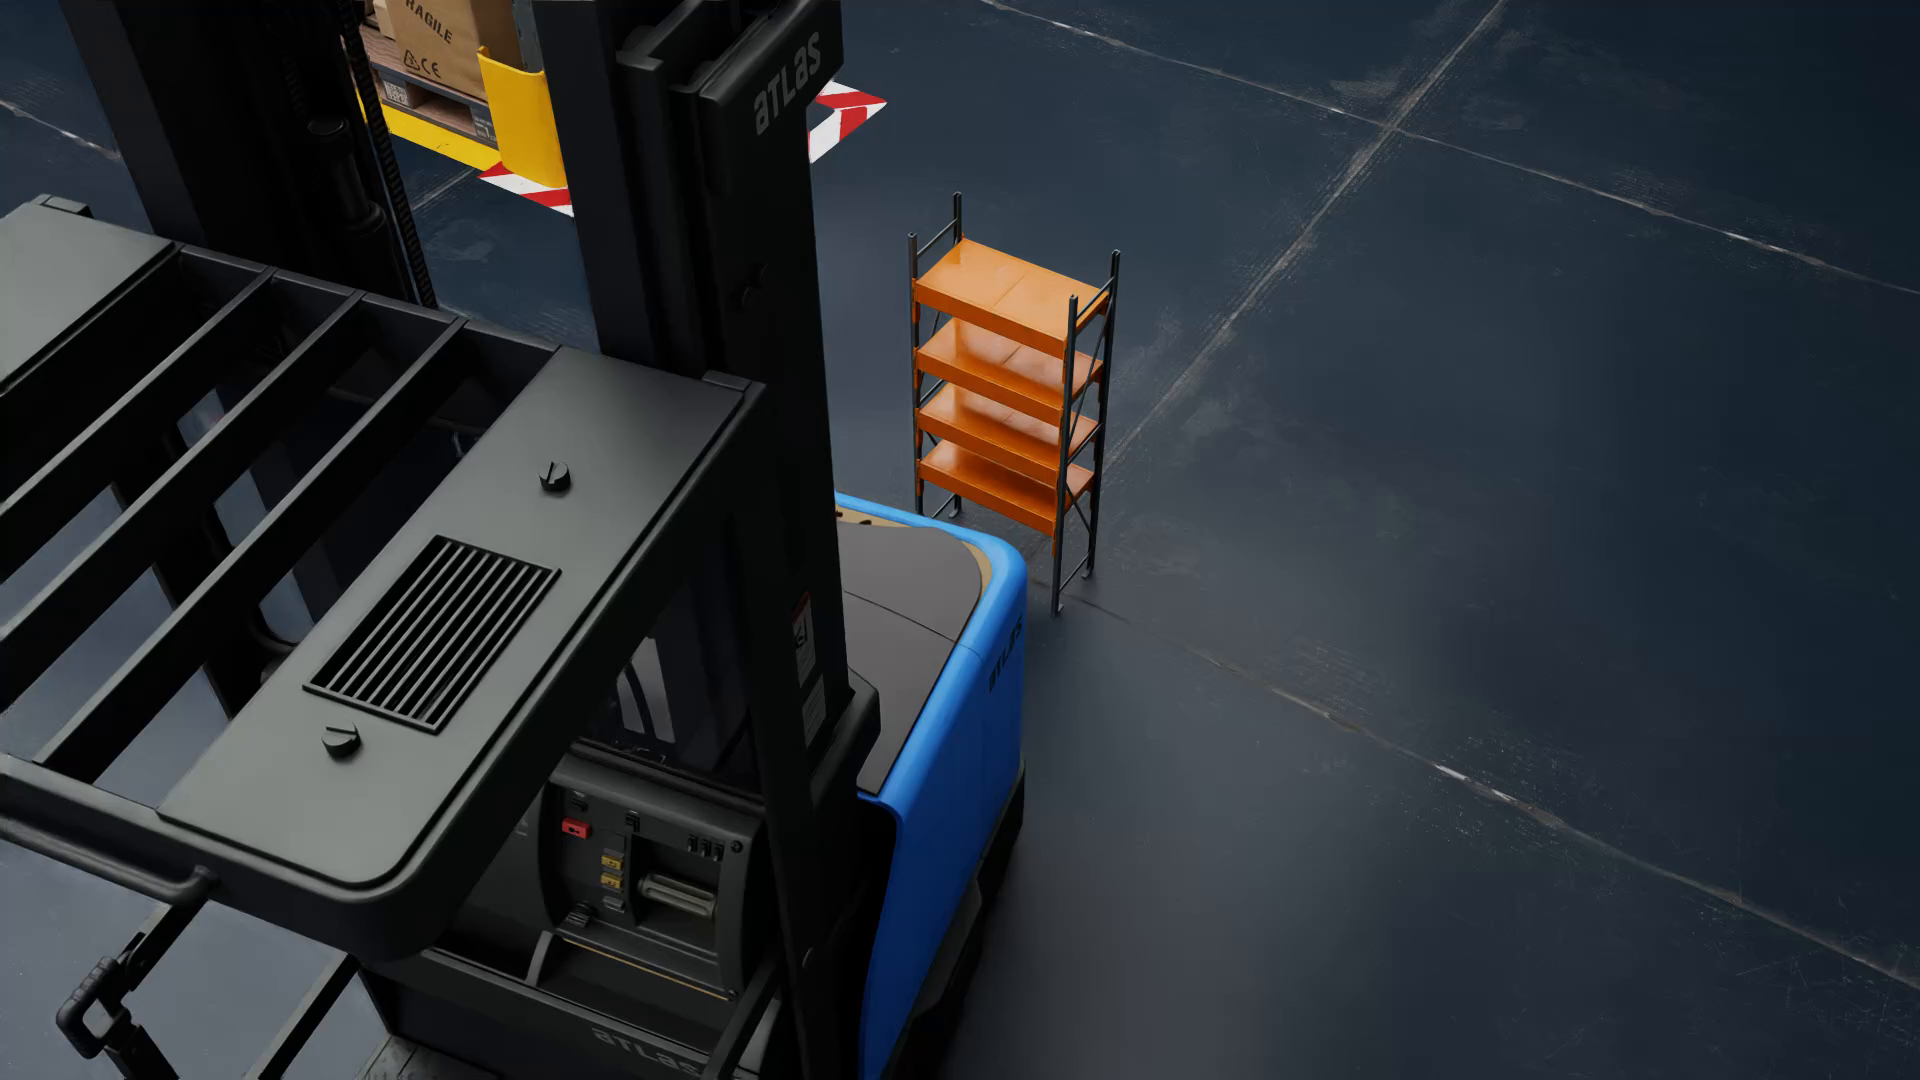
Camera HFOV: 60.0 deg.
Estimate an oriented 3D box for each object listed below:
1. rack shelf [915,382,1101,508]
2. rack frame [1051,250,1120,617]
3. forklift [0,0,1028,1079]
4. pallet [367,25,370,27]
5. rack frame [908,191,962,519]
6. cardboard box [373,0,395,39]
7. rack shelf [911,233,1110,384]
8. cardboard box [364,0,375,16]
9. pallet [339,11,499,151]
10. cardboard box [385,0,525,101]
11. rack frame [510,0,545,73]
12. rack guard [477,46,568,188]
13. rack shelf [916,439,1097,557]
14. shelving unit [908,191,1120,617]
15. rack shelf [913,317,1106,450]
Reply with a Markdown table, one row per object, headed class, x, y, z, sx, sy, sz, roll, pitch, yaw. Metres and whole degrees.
| class | x | y | z | sx | sy | sz | roll | pitch | yaw |
| --- | --- | --- | --- | --- | --- | --- | --- | --- | --- |
| rack shelf | 0.139 | -0.307 | 4.806 | 0.480 | 0.148 | 0.258 | 25 | 51 | 22 |
| rack frame | 0.345 | -0.260 | 4.666 | 0.015 | 1.200 | 0.240 | 25 | 51 | 22 |
| forklift | -0.843 | 0.594 | 2.629 | 1.130 | 2.935 | 3.031 | 16 | 48 | 15 |
| pallet | -3.111 | -2.654 | 7.682 | 1.213 | 0.211 | 1.003 | 25 | 51 | 22 |
| rack frame | -0.066 | -0.449 | 4.849 | 0.015 | 1.200 | 0.240 | 25 | 51 | 22 |
| cardboard box | -2.235 | -2.254 | 7.018 | 0.250 | 0.166 | 0.380 | 25 | 51 | 22 |
| rack shelf | 0.139 | -0.628 | 4.476 | 0.480 | 0.148 | 0.258 | 25 | 51 | 22 |
| cardboard box | -2.726 | -2.458 | 7.158 | 0.500 | 0.250 | 0.500 | 25 | 51 | 22 |
| pallet | -2.088 | -2.181 | 7.222 | 1.213 | 0.211 | 1.003 | 25 | 51 | 22 |
| cardboard box | -1.943 | -2.159 | 6.693 | 0.500 | 0.500 | 0.500 | 25 | 51 | 22 |
| rack frame | -1.352 | -2.815 | 5.894 | 0.127 | 3.000 | 1.000 | 25 | 51 | 22 |
| rack guard | -1.416 | -1.974 | 6.819 | 0.348 | 0.500 | 1.175 | 25 | 51 | 22 |
| rack shelf | 0.139 | -0.169 | 4.948 | 0.480 | 0.148 | 0.258 | 25 | 51 | 22 |
| shelving unit | 0.139 | -0.354 | 4.757 | 0.503 | 1.200 | 0.258 | 25 | 51 | 22 |
| rack shelf | 0.139 | -0.463 | 4.645 | 0.480 | 0.148 | 0.258 | 25 | 51 | 22 |
